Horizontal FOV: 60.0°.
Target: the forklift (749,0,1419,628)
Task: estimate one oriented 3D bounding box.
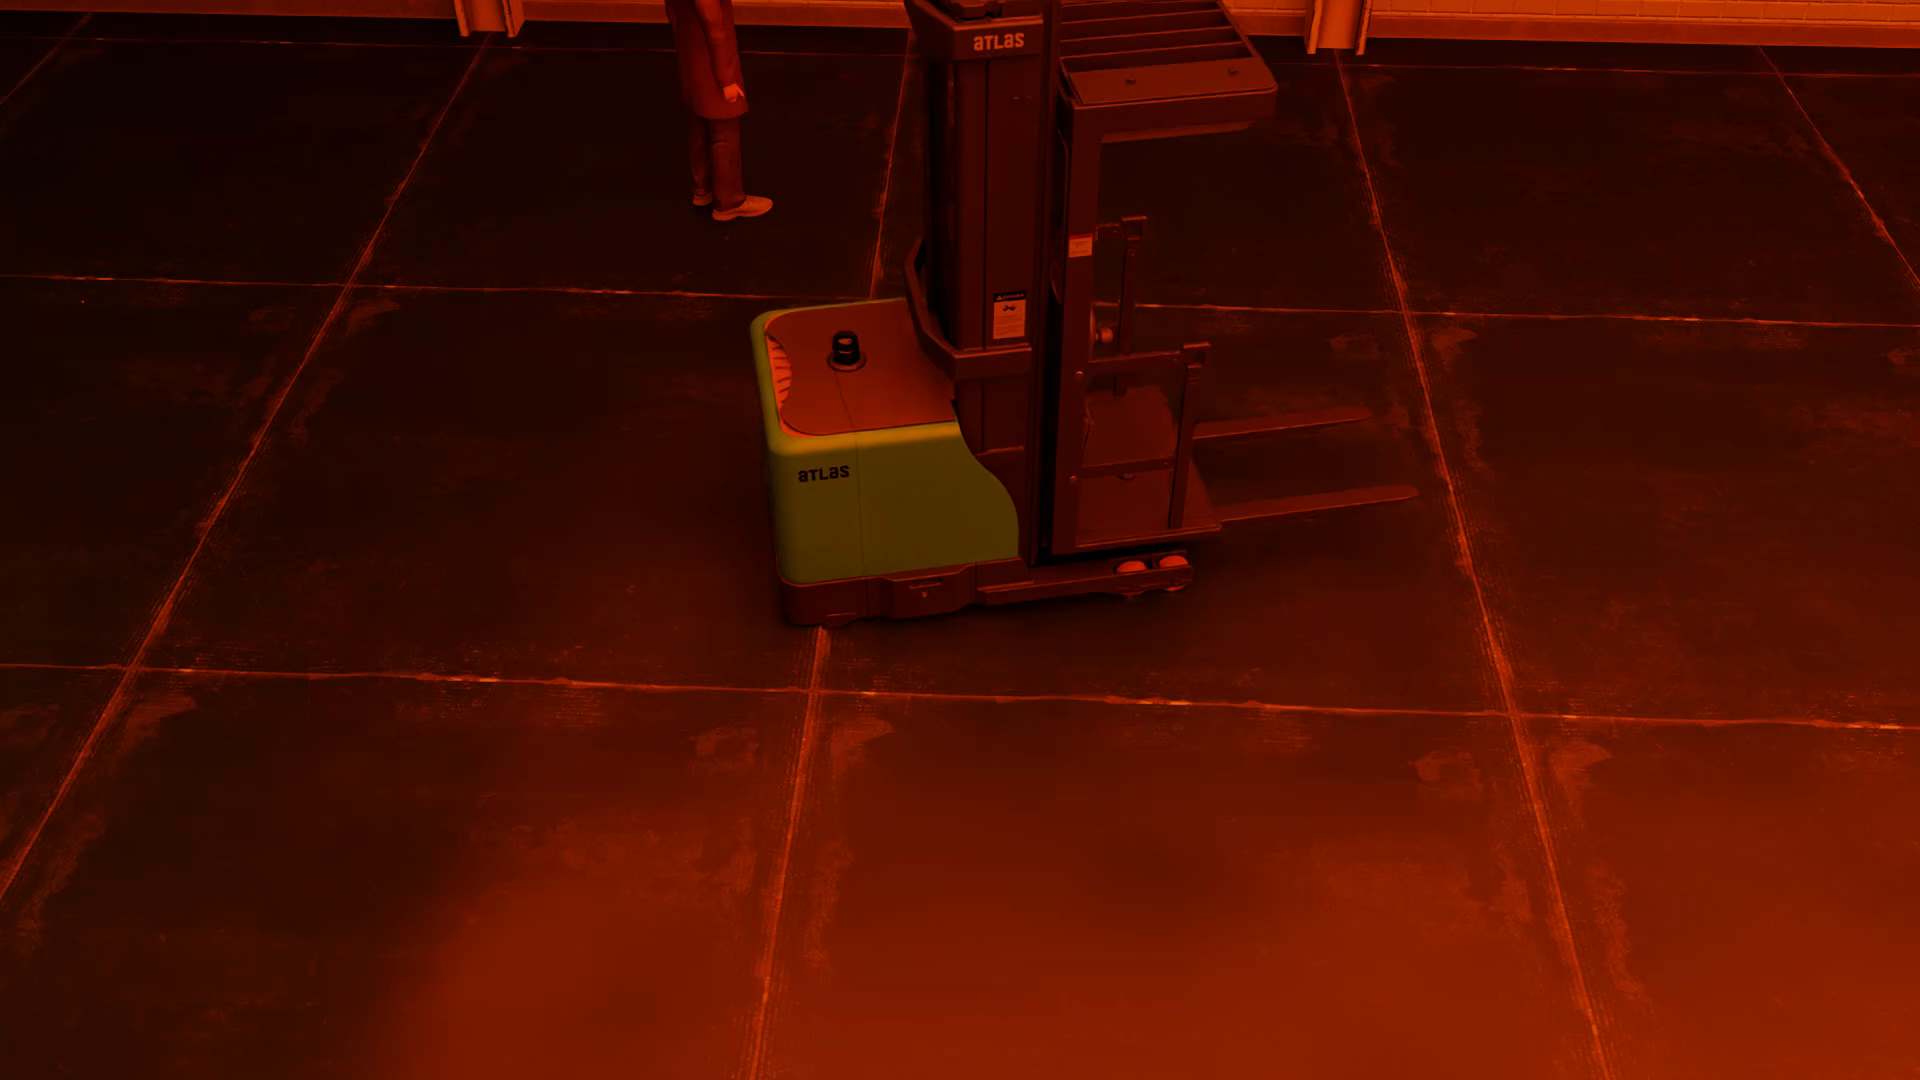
[{"bbox_3d":[0.612,-1.171,7.025,3.031,2.935,1.130,-7,43,-8],"label":"forklift"}]

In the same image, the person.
[{"bbox_3d":[-1.417,-2.722,9.576,0.384,1.783,0.566,-25,48,-25],"label":"person"}]
